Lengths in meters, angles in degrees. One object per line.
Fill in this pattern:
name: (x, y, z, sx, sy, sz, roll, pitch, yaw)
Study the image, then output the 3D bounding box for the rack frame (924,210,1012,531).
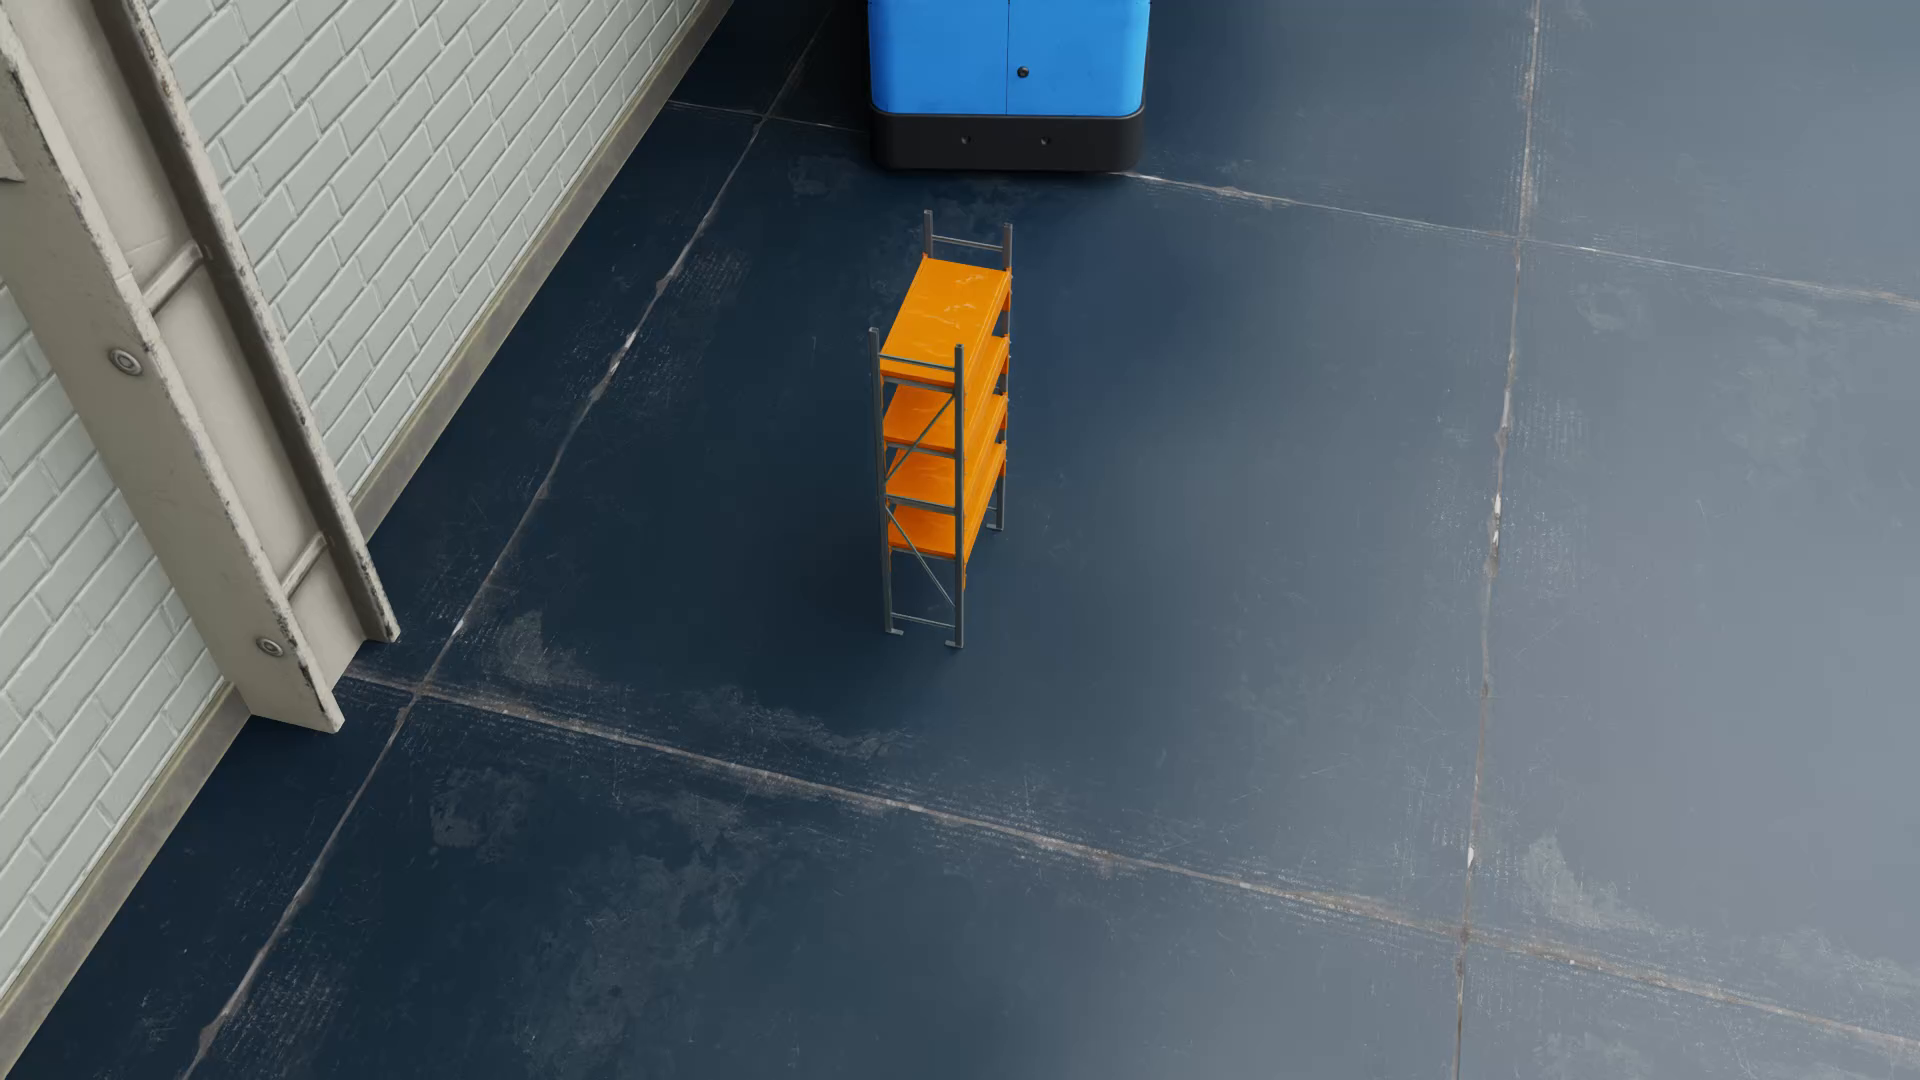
rack frame: (0.021, -0.454, 4.850, 0.240, 1.200, 0.015, 12, 50, 10)

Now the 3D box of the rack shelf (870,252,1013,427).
rack shelf: (-0.044, -0.537, 4.400, 0.258, 0.148, 0.480, 12, 50, 10)

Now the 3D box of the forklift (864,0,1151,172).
forklift: (0.211, -3.484, 6.370, 1.130, 2.935, 3.031, 1, 49, 1)

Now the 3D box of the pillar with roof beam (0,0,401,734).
pillar with roof beam: (2.270, -1.747, 0.790, 9.100, 9.000, 0.400, 12, 50, 10)

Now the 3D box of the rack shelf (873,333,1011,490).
rack shelf: (-0.044, -0.381, 4.577, 0.258, 0.148, 0.480, 12, 50, 10)

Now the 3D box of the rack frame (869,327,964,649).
rack frame: (-0.108, -0.101, 4.539, 0.240, 1.200, 0.015, 12, 50, 10)

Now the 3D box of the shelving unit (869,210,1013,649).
shelving unit: (-0.044, -0.277, 4.694, 0.258, 1.200, 0.503, 12, 50, 10)

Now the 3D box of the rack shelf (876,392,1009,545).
rack shelf: (-0.044, -0.233, 4.745, 0.258, 0.148, 0.480, 12, 50, 10)

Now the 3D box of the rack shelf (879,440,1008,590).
rack shelf: (-0.044, -0.101, 4.894, 0.258, 0.148, 0.480, 12, 50, 10)
